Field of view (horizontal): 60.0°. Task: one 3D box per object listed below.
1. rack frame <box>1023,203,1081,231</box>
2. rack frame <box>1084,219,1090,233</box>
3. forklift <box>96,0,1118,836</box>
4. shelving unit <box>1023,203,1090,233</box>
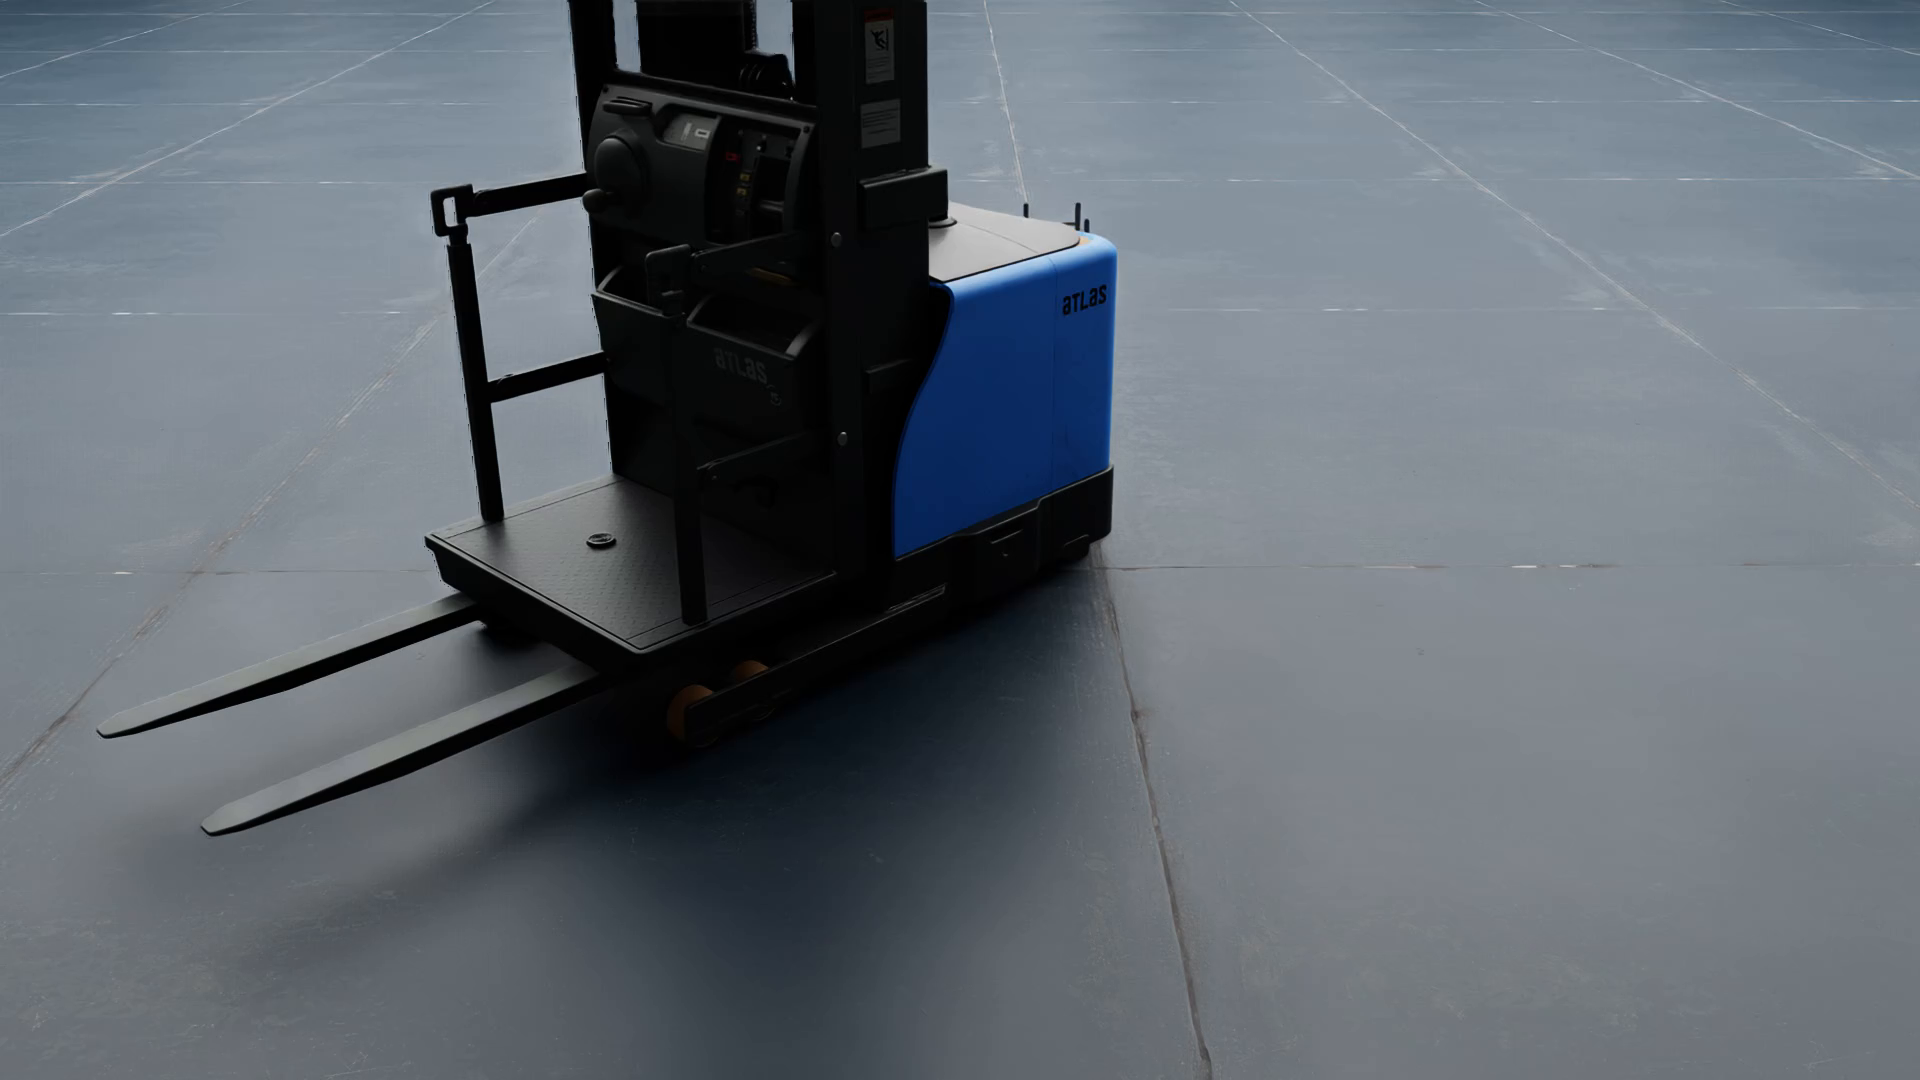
[{"bbox_3d":[0.321,-0.695,6.013,0.200,1.050,0.008,-1,24,-3],"label":"rack frame"},{"bbox_3d":[0.335,-0.595,5.791,0.200,1.050,0.008,-1,24,-3],"label":"rack frame"},{"bbox_3d":[-0.872,-1.012,4.430,1.130,2.935,3.031,22,32,39],"label":"forklift"},{"bbox_3d":[0.328,-0.645,5.902,0.215,1.050,0.252,-1,24,-3],"label":"shelving unit"}]
